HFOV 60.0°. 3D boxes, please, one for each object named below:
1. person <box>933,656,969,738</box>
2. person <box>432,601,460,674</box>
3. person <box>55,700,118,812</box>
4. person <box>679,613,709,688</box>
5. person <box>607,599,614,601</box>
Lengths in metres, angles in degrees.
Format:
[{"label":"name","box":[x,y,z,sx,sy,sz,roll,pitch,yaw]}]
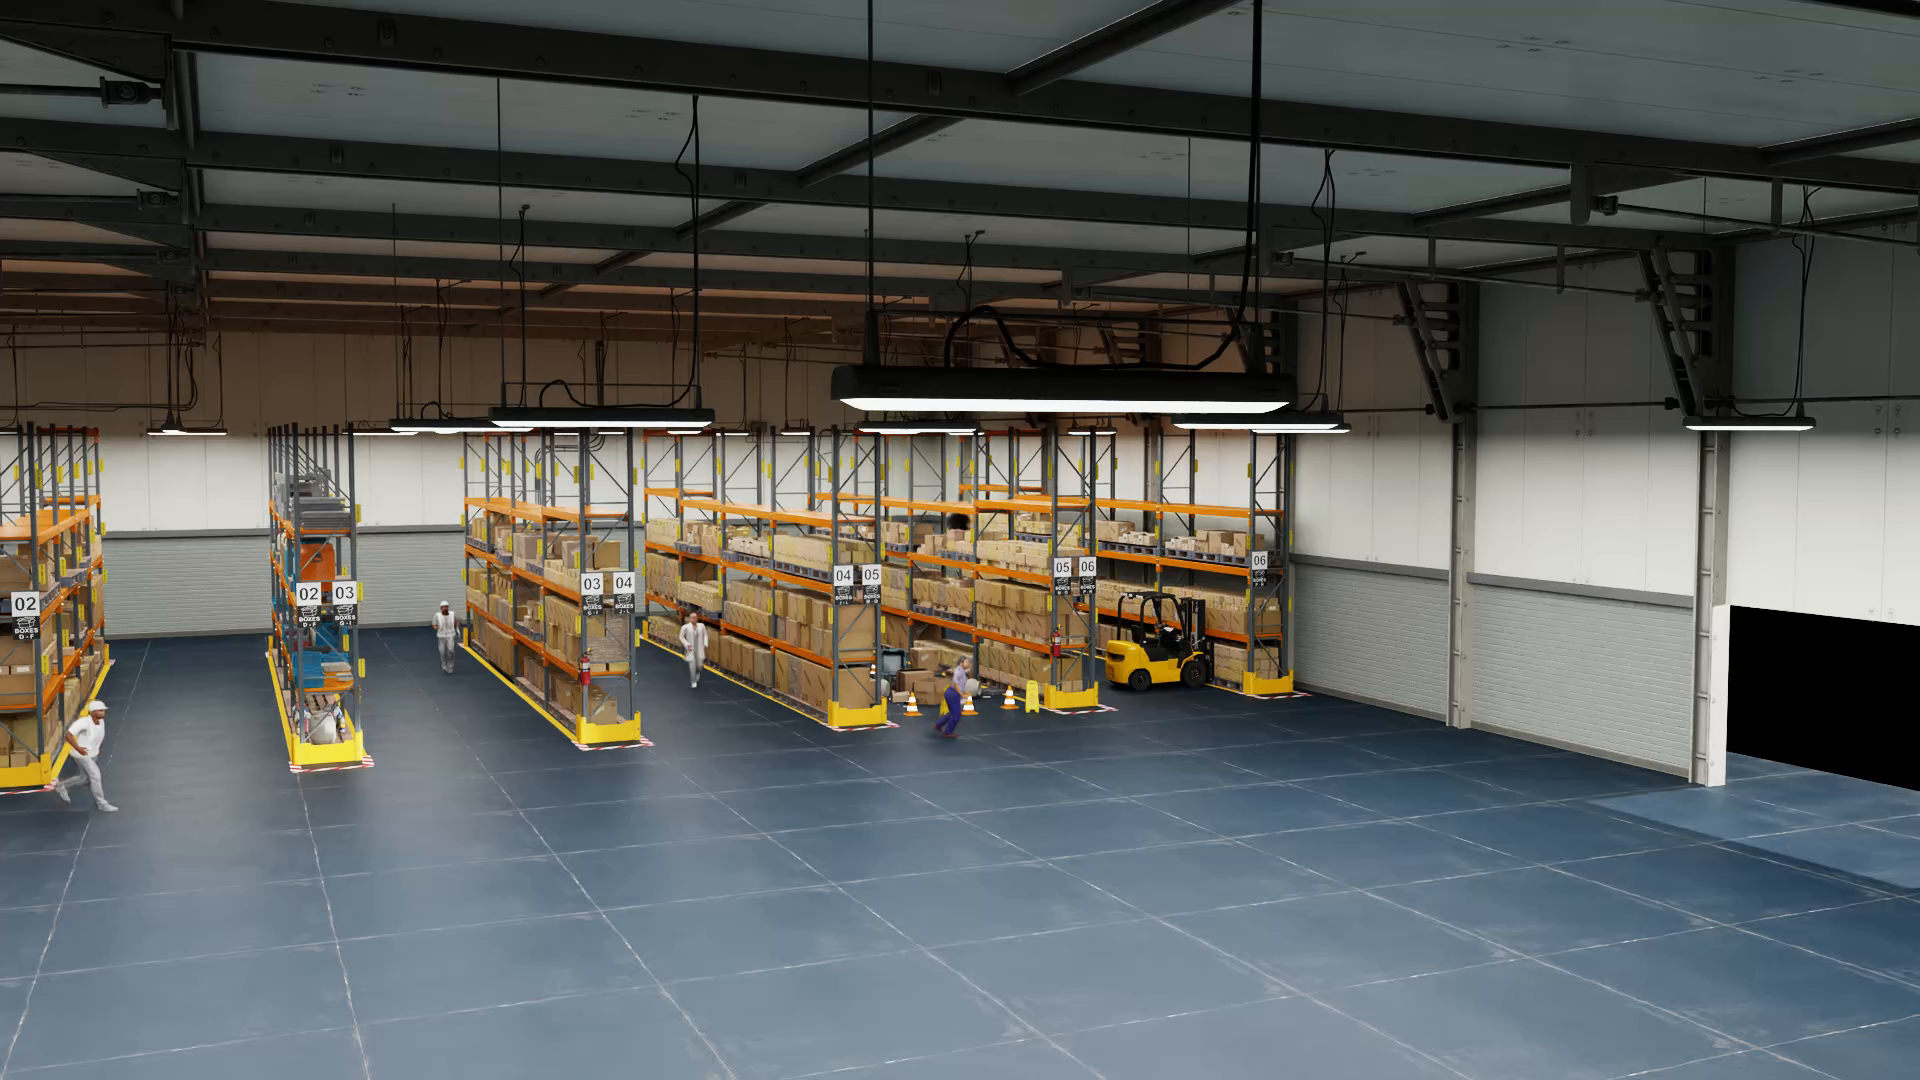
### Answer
[{"label":"person","box":[-0.155,2.993,31.828,0.675,1.572,0.592,0,3,4]},{"label":"person","box":[-12.480,2.368,40.403,0.650,1.784,0.798,-1,4,-16]},{"label":"person","box":[-13.435,3.304,25.451,1.038,1.716,0.734,1,4,10]},{"label":"person","box":[-6.114,2.531,38.219,0.686,1.724,0.681,-1,4,-20]},{"label":"person","box":[-10.180,1.957,47.881,0.586,1.717,0.695,-2,4,-28]}]
